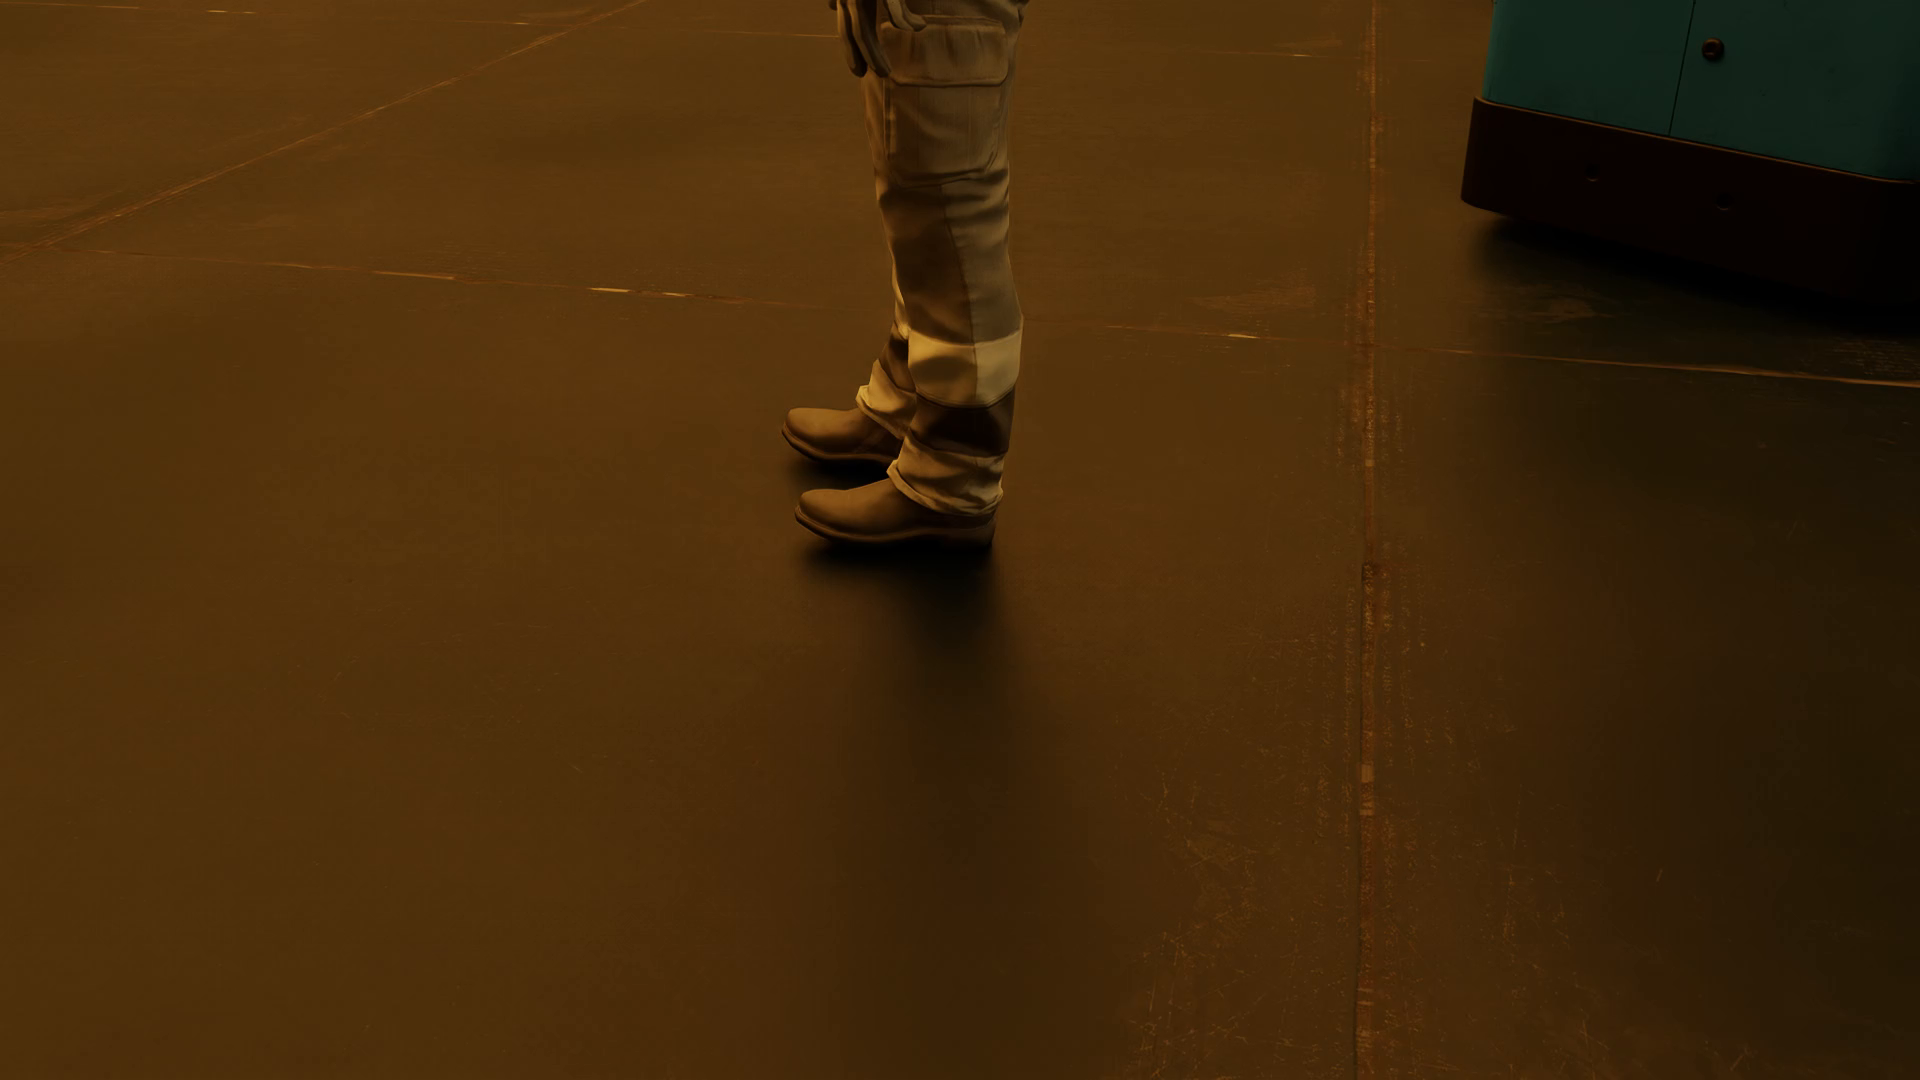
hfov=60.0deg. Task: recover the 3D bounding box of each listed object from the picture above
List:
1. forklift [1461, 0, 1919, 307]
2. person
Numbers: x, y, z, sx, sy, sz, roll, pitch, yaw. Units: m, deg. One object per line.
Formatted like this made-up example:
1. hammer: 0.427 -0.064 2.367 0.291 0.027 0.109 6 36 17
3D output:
1. forklift: 2.649 -2.300 3.805 3.031 2.935 1.130 -20 33 -34
2. person: -0.076 -0.818 2.120 0.562 1.787 0.638 6 27 11
